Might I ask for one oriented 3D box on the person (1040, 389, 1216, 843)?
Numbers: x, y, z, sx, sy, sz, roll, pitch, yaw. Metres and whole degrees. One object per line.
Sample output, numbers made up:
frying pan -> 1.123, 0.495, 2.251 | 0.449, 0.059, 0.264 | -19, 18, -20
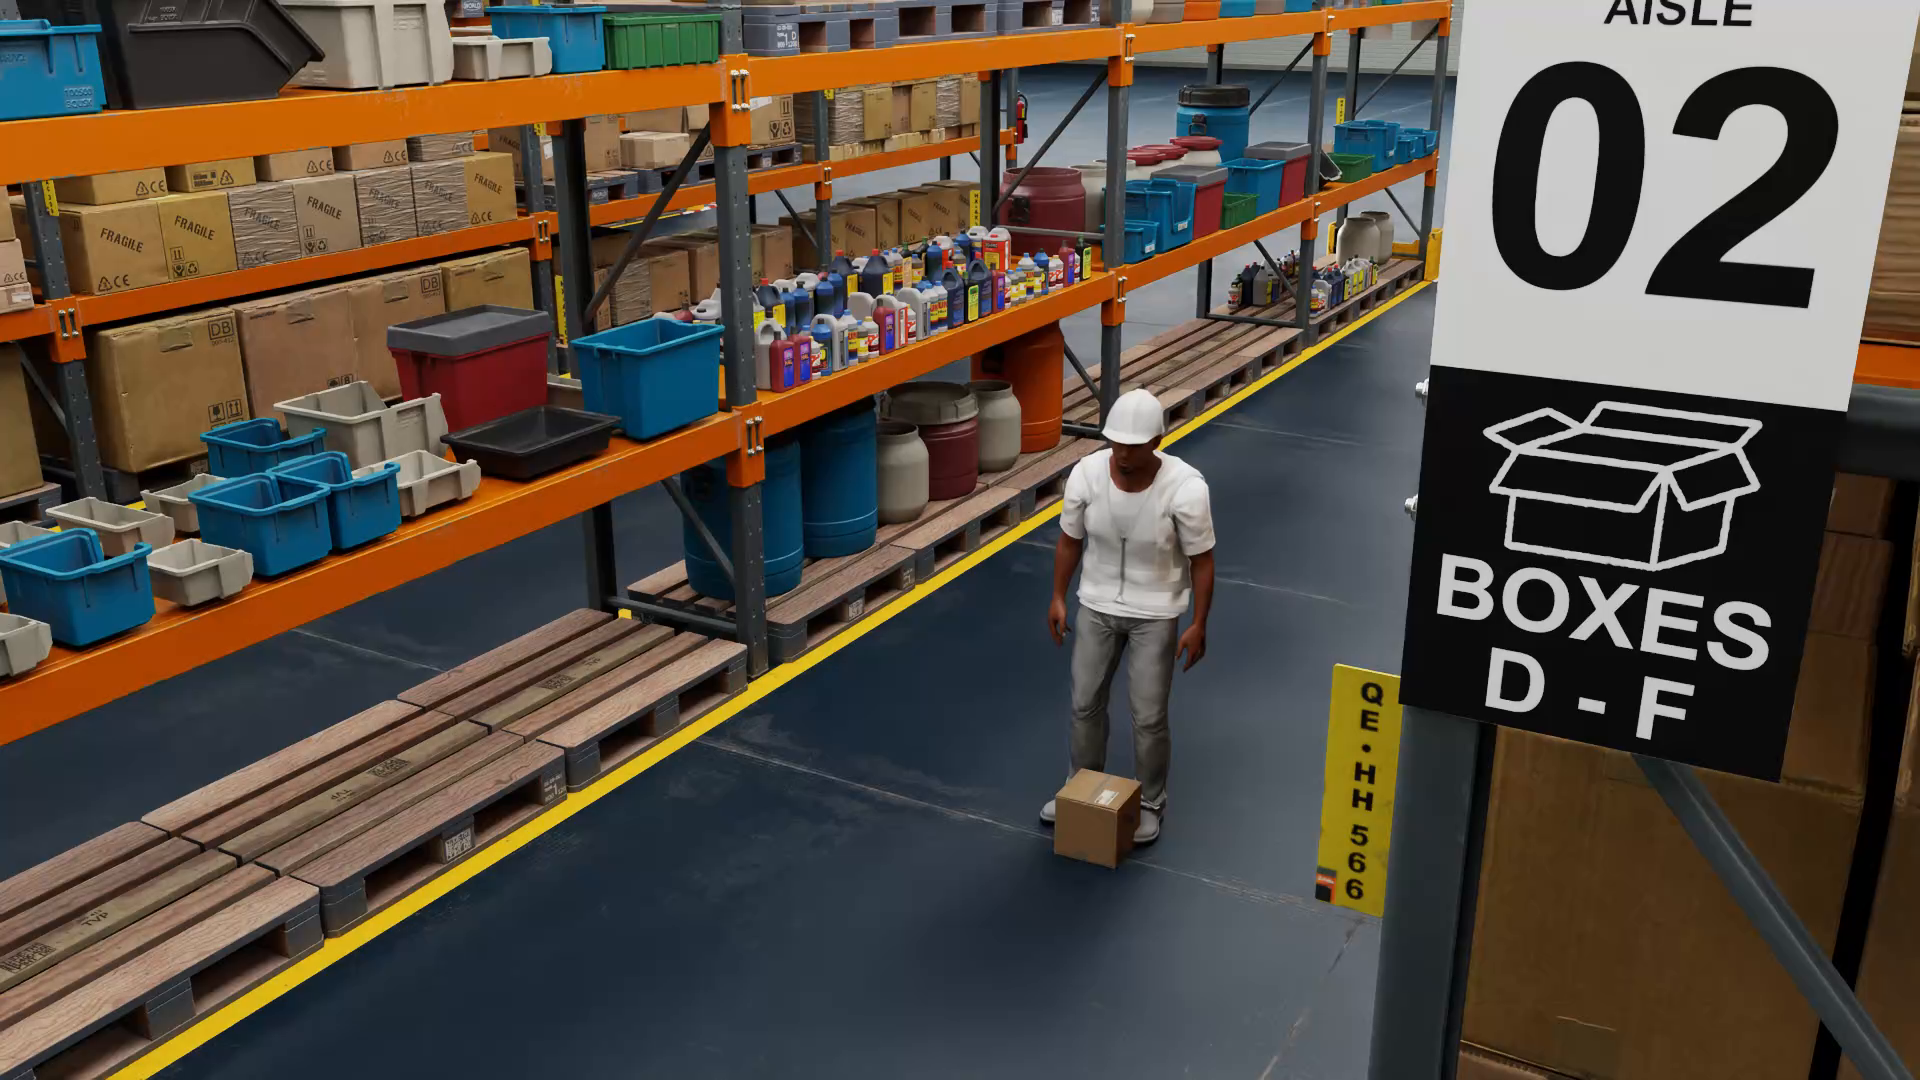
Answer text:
person -> 0.629, 0.278, 6.253 | 0.629, 1.755, 0.460 | 9, 21, 24
